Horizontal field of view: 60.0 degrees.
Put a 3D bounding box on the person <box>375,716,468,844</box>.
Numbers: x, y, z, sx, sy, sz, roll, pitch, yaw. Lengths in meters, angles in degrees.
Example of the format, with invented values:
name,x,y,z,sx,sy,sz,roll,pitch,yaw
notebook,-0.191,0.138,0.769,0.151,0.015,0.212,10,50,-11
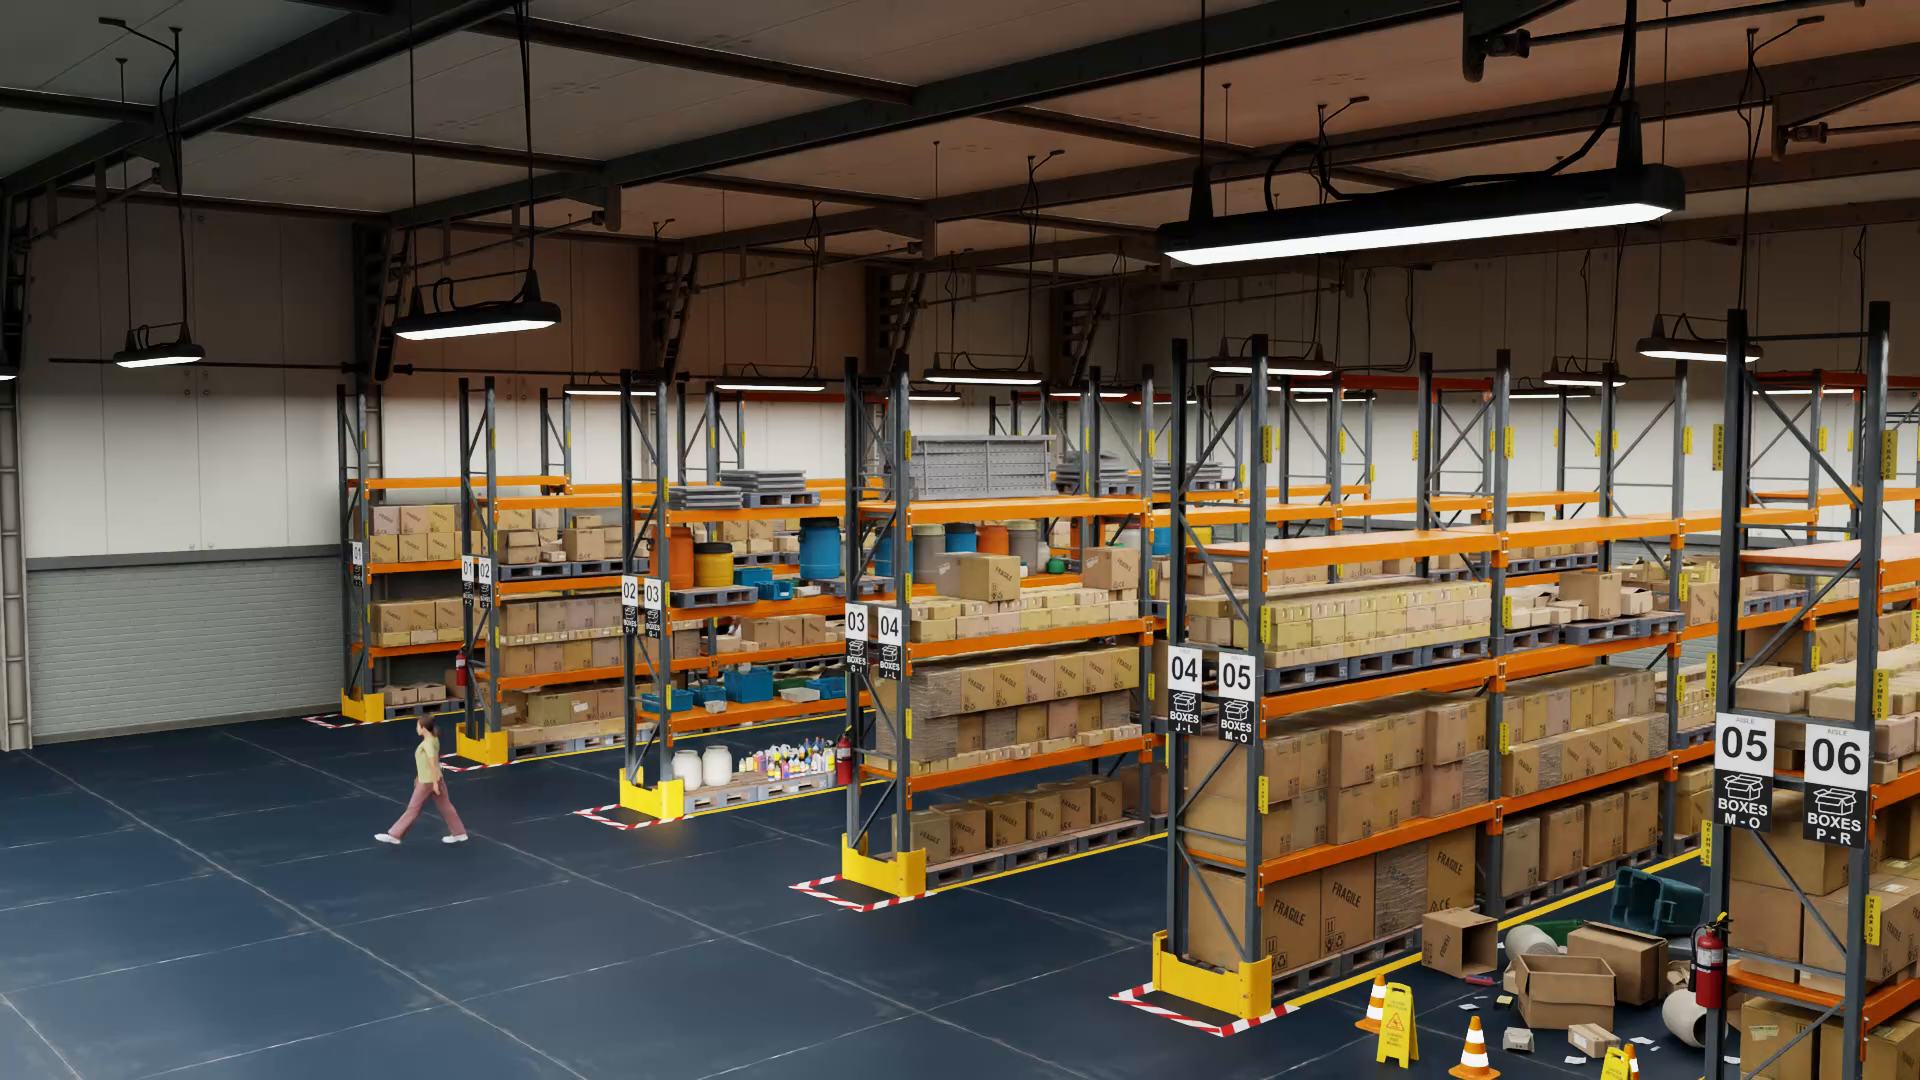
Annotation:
name,x,y,z,sx,sy,sz,roll,pitch,yaw
person,-6.690,2.979,20.684,1.070,1.611,0.472,0,4,-1

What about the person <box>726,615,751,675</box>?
name,x,y,z,sx,sy,sz,roll,pitch,yaw
person,-4.113,2.232,31.460,0.652,1.765,0.716,2,4,31
